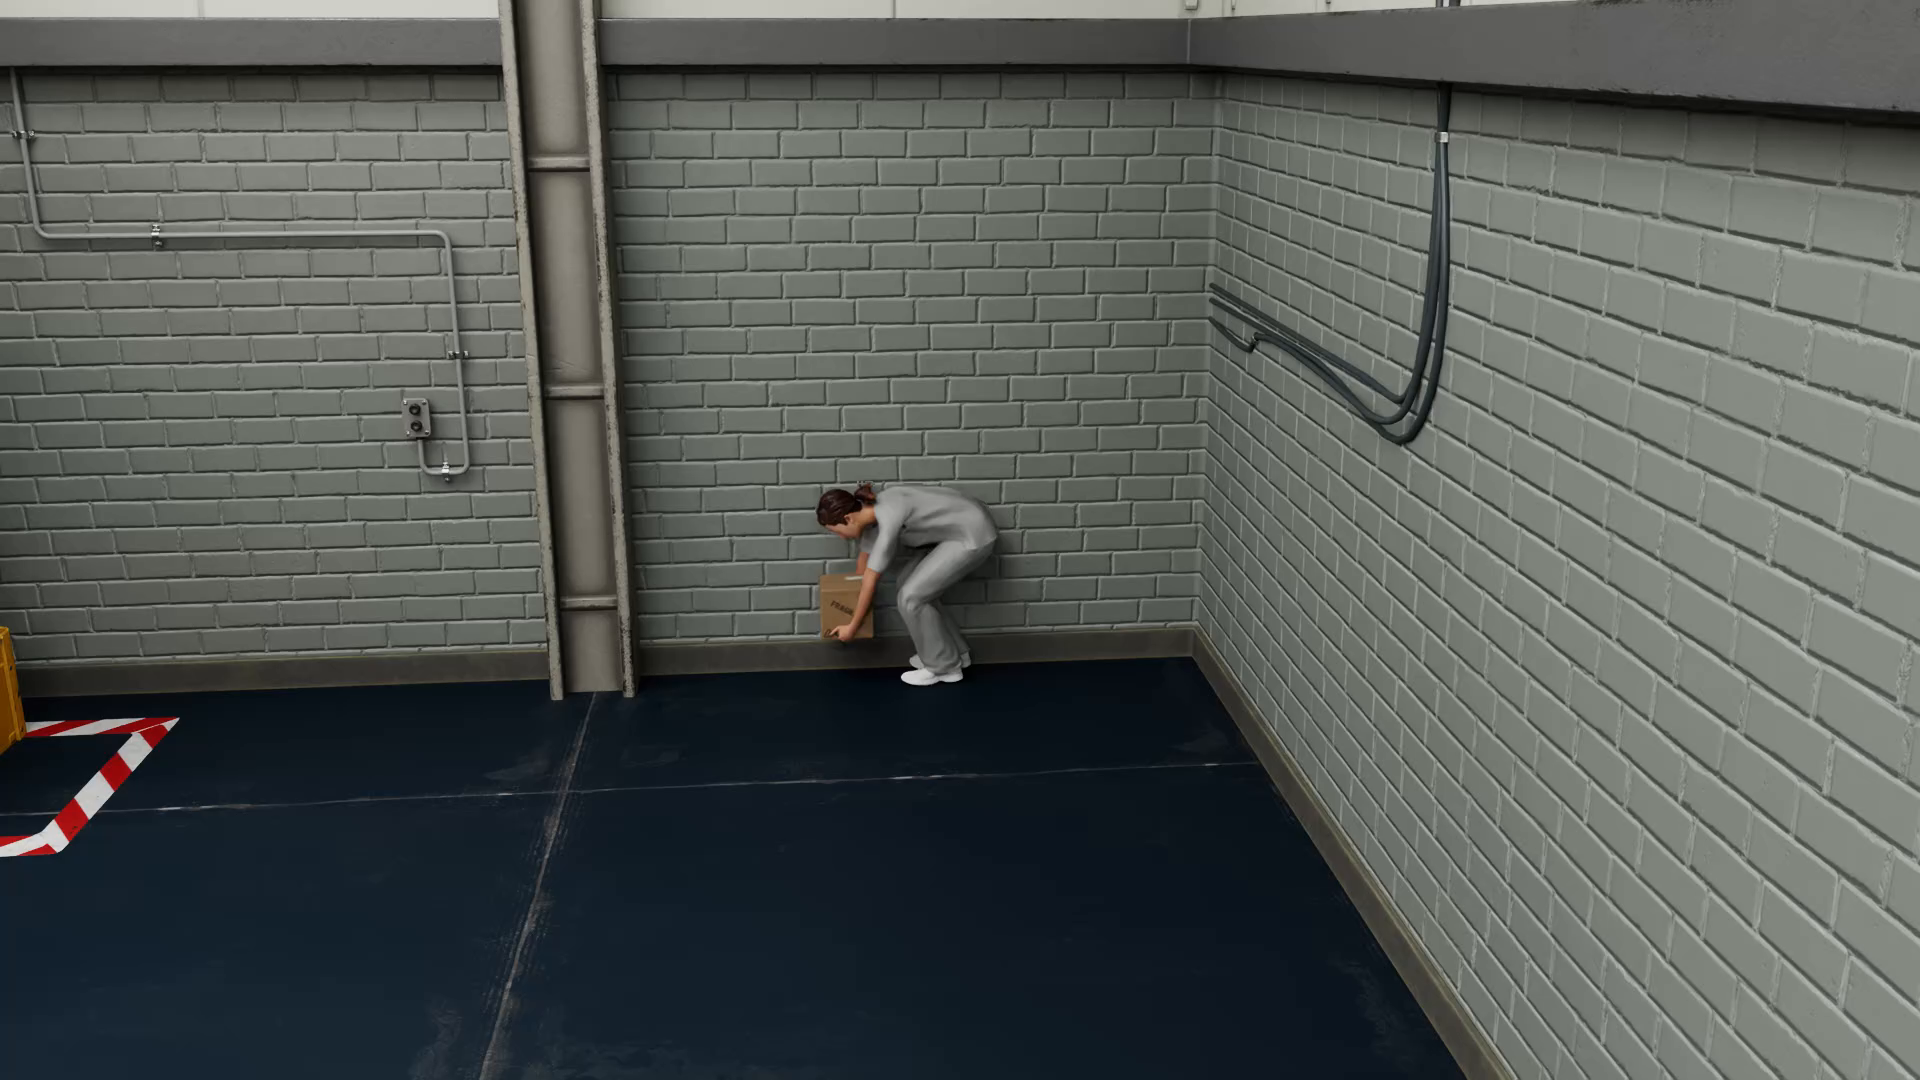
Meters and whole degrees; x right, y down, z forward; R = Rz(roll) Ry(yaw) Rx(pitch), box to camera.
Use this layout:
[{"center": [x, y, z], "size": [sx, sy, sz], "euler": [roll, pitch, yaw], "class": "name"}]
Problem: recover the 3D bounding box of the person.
[{"center": [-0.255, 0.192, 8.066], "size": [0.867, 1.007, 0.457], "euler": [-3, 17, -8], "class": "person"}]
